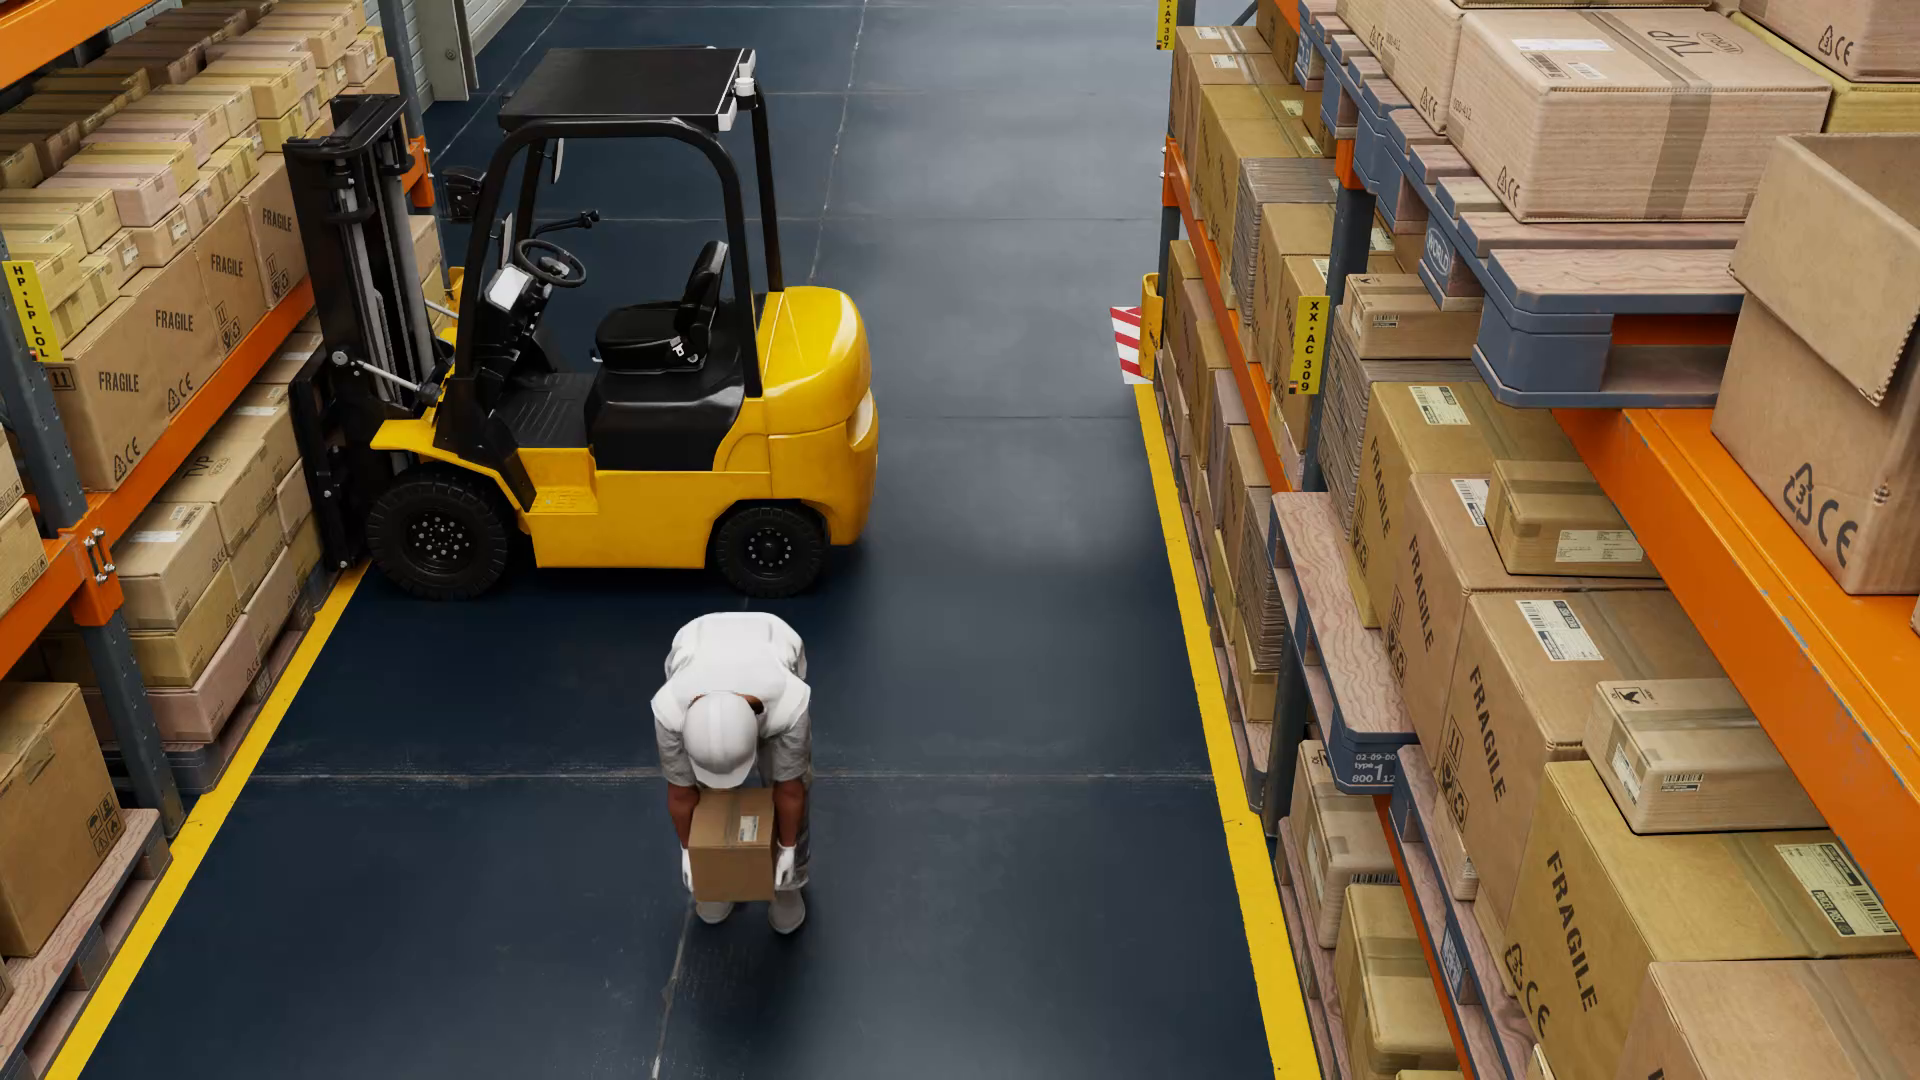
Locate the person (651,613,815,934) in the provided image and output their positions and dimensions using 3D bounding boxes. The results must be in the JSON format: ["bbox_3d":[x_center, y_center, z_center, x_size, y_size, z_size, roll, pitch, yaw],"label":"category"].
[{"bbox_3d":[-0.696,0.805,5.273,0.489,1.278,0.953,-1,31,-2],"label":"person"}]
